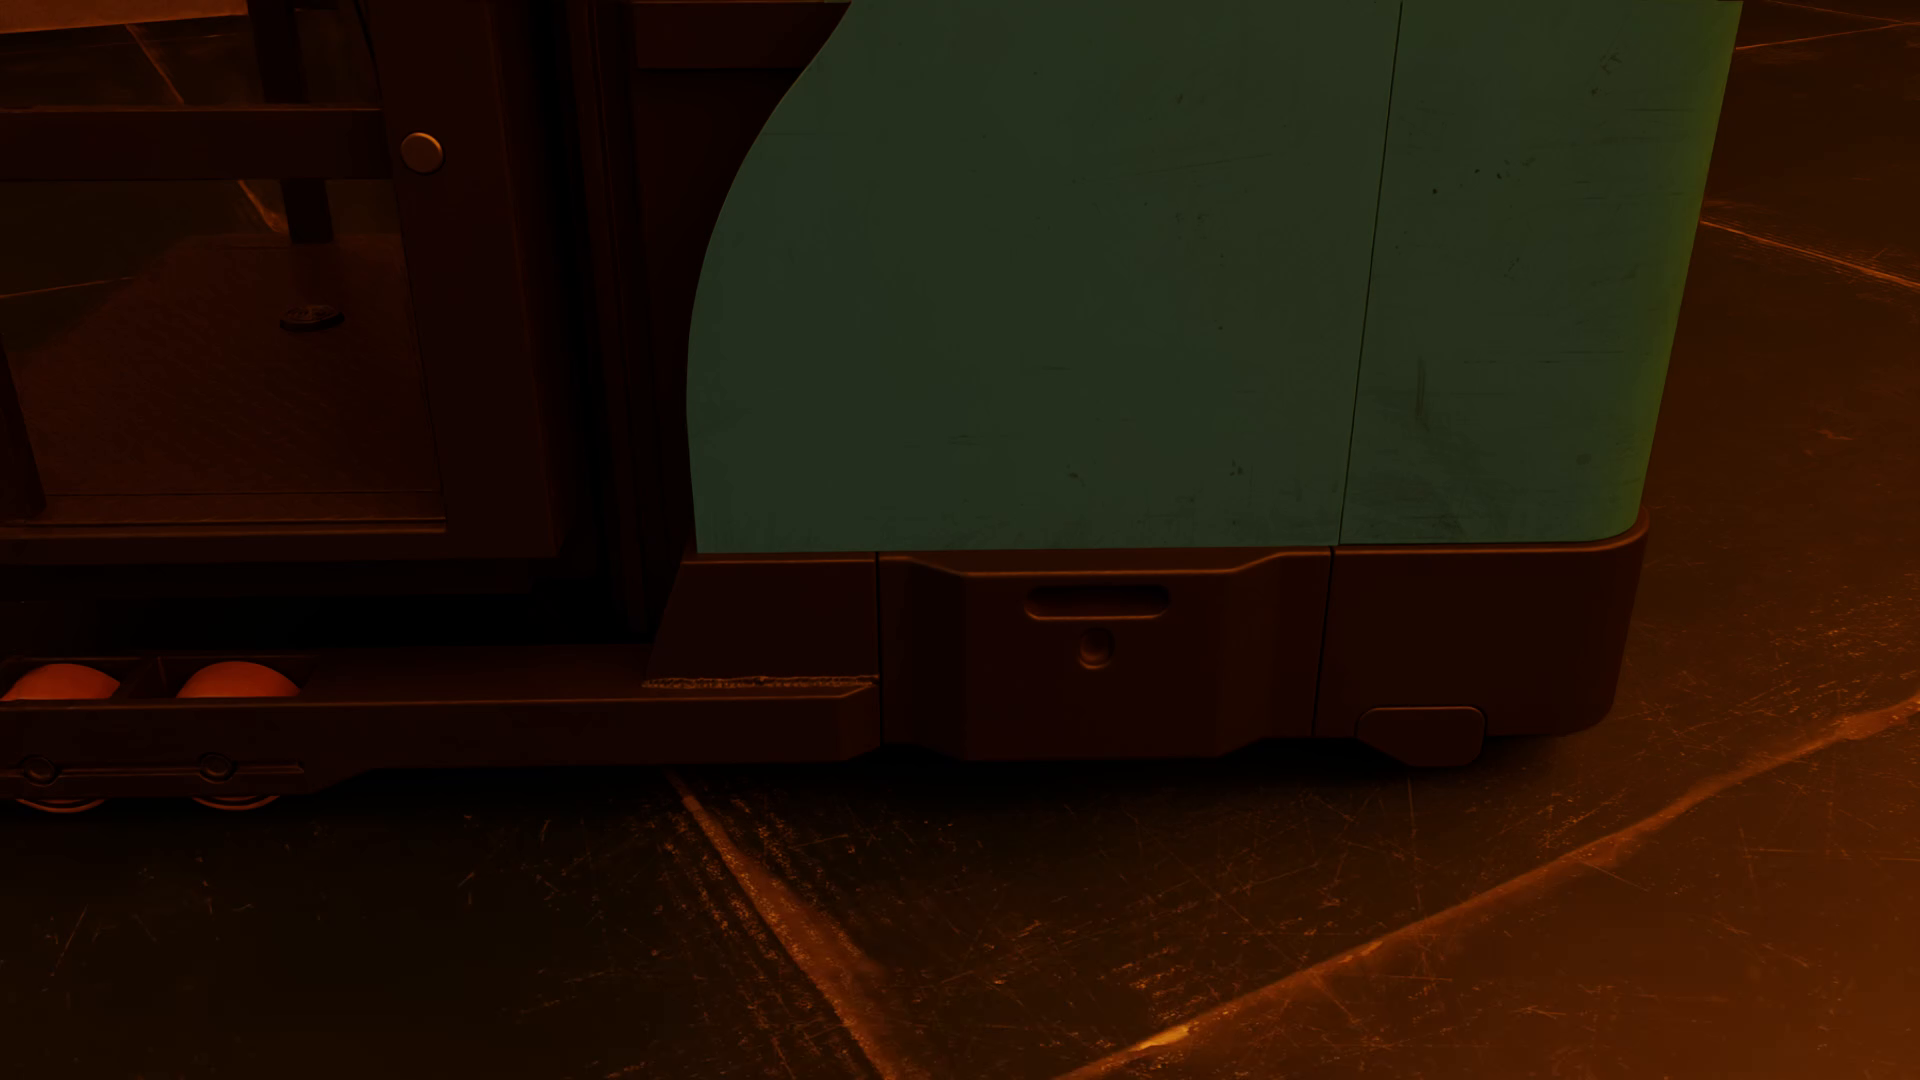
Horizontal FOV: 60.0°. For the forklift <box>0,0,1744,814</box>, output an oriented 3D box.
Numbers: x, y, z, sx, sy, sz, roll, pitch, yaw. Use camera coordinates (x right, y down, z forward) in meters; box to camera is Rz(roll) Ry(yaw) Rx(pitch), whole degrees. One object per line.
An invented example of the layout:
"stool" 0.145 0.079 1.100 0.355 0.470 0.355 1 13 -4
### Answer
"forklift" -0.748 -1.240 1.705 3.031 2.935 1.130 -1 27 -1
